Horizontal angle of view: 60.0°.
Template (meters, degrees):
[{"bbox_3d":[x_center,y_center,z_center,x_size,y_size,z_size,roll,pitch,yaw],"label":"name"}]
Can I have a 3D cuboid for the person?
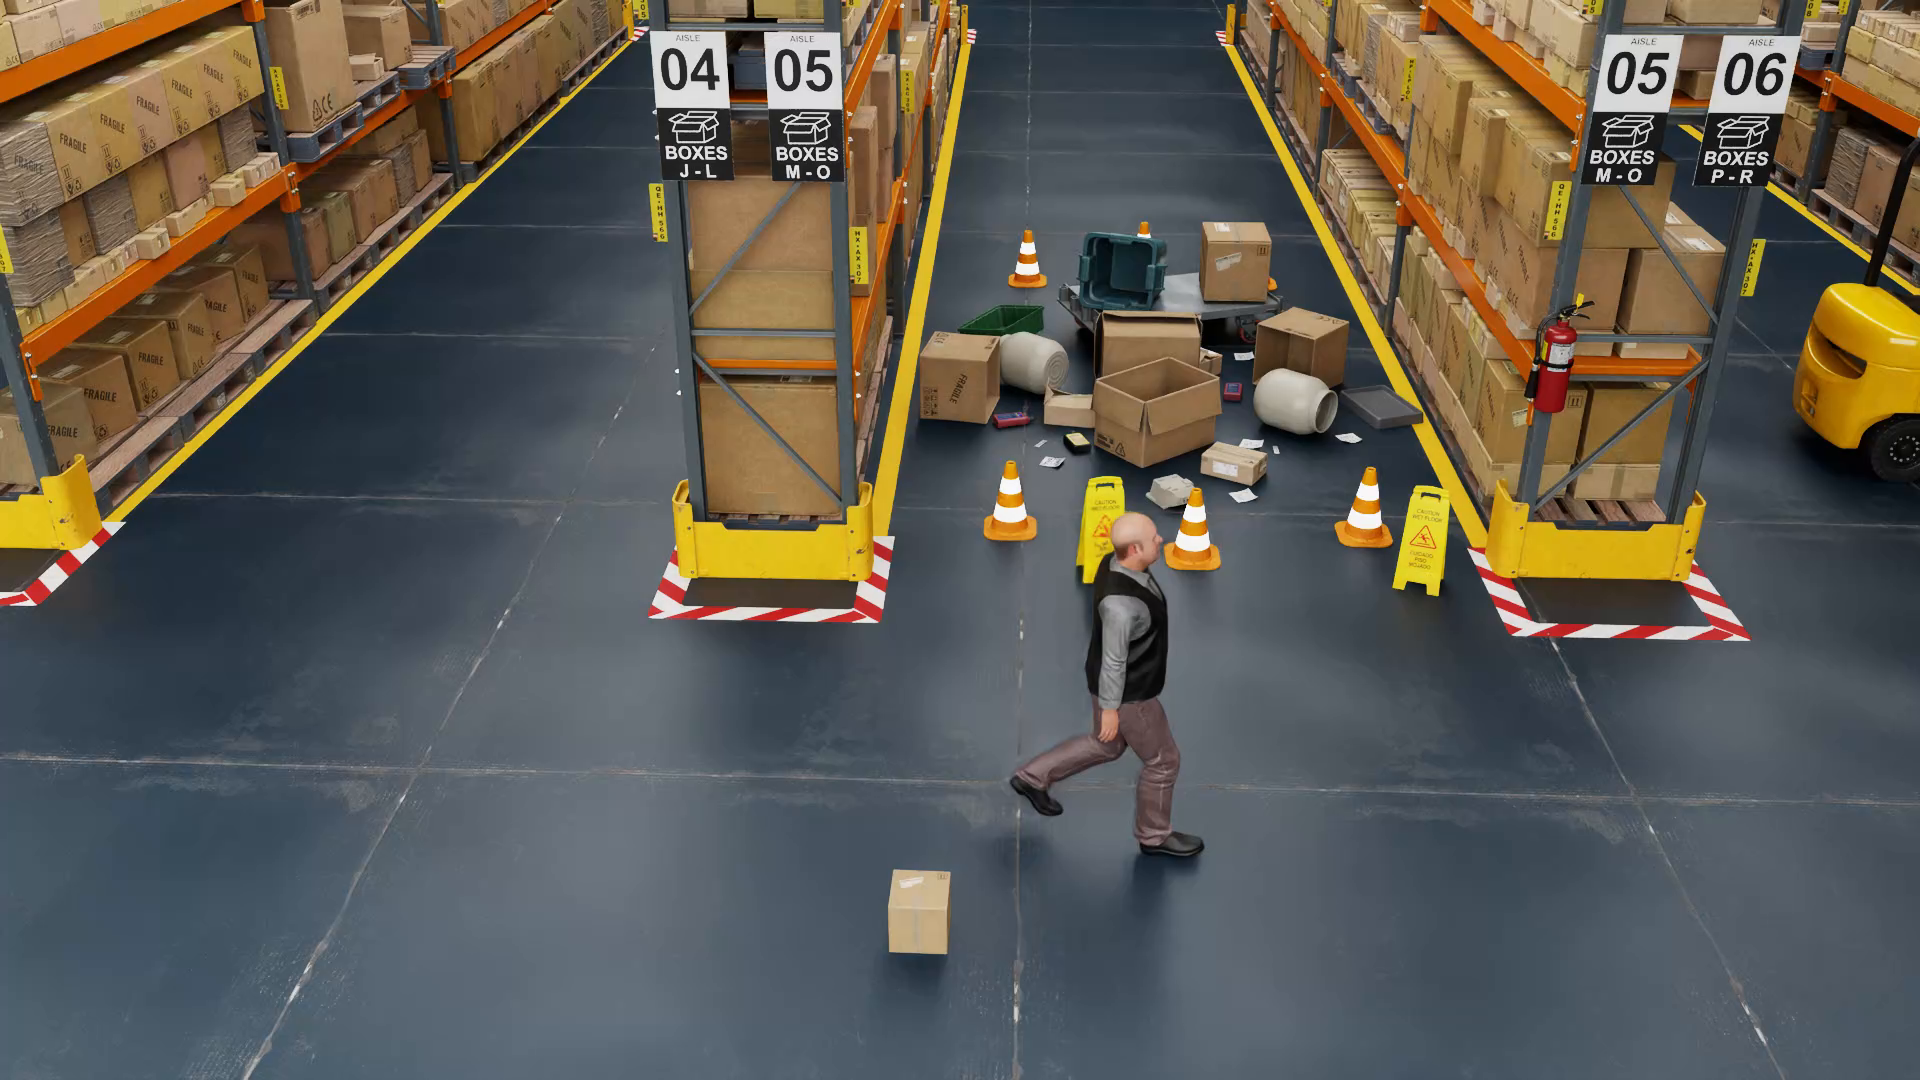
[{"bbox_3d":[0.681,0.635,7.429,0.900,1.689,0.539,0,28,1],"label":"person"}]
